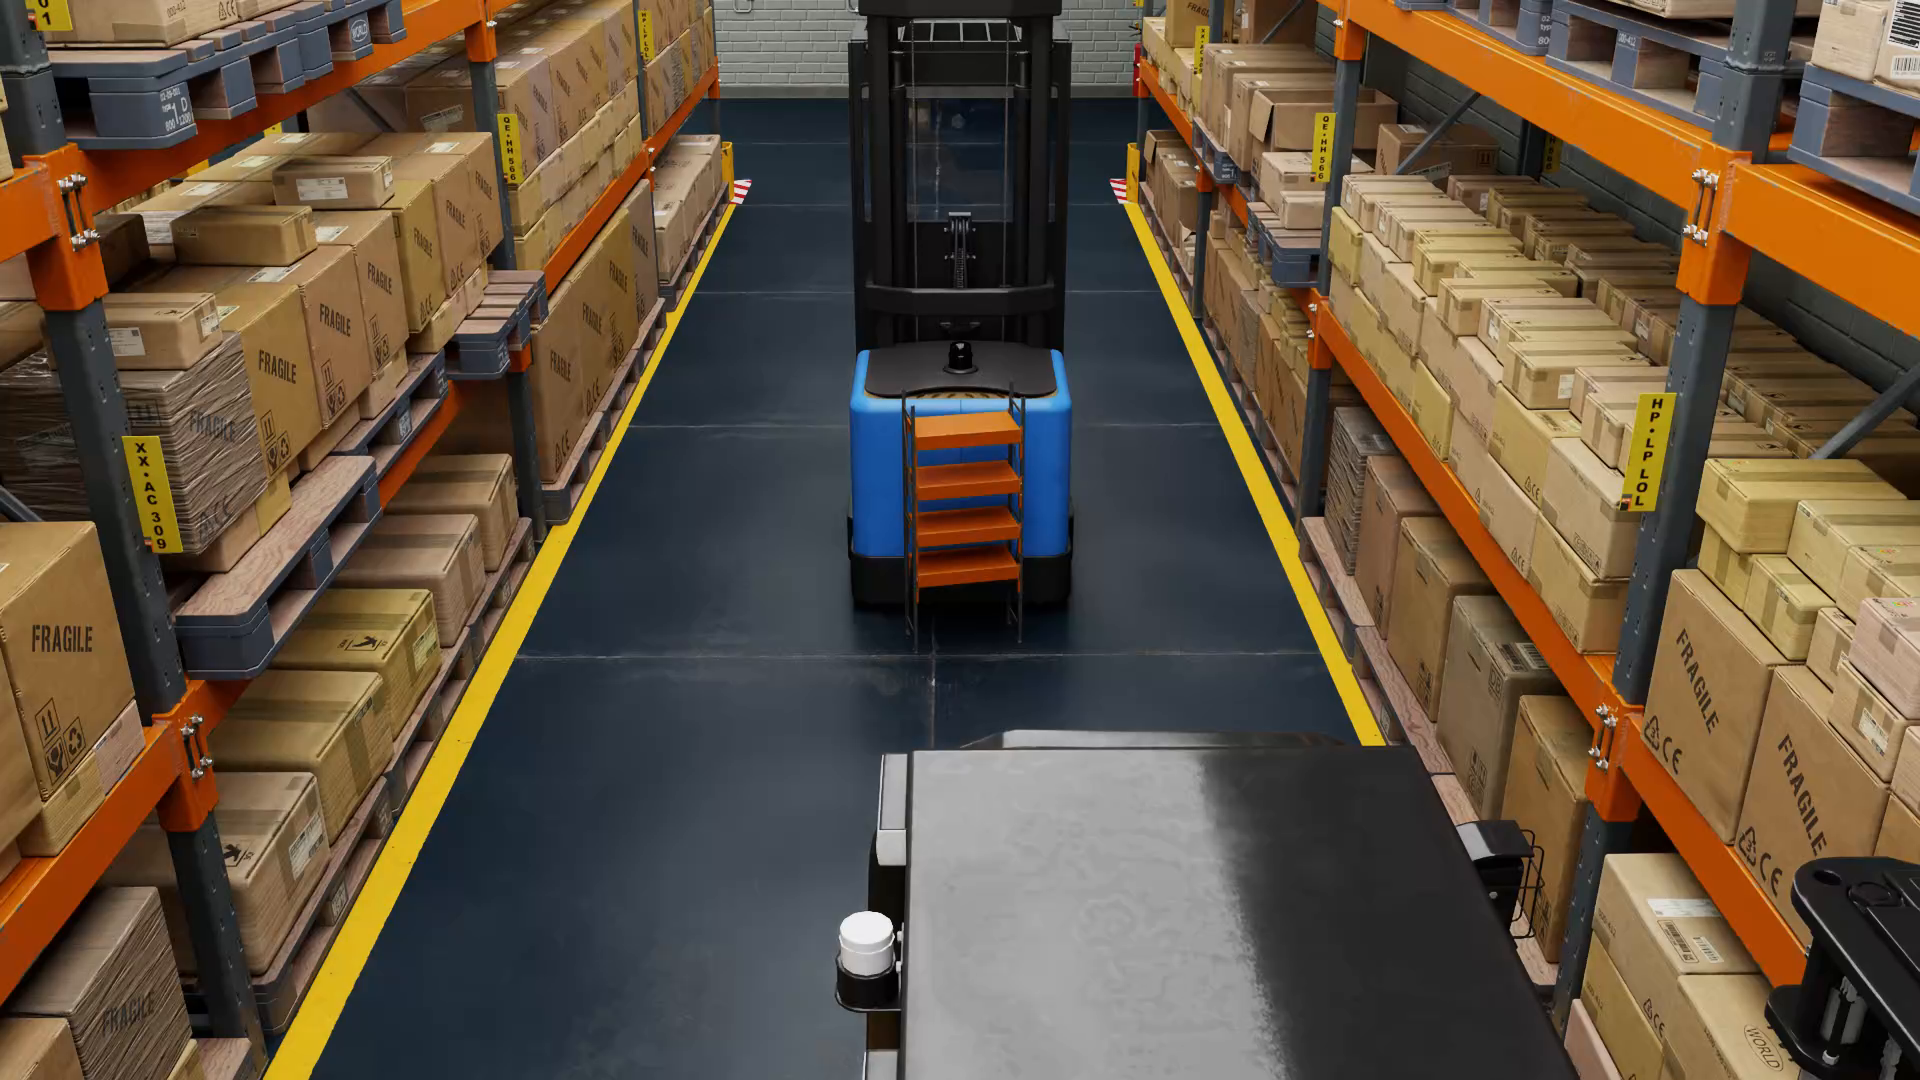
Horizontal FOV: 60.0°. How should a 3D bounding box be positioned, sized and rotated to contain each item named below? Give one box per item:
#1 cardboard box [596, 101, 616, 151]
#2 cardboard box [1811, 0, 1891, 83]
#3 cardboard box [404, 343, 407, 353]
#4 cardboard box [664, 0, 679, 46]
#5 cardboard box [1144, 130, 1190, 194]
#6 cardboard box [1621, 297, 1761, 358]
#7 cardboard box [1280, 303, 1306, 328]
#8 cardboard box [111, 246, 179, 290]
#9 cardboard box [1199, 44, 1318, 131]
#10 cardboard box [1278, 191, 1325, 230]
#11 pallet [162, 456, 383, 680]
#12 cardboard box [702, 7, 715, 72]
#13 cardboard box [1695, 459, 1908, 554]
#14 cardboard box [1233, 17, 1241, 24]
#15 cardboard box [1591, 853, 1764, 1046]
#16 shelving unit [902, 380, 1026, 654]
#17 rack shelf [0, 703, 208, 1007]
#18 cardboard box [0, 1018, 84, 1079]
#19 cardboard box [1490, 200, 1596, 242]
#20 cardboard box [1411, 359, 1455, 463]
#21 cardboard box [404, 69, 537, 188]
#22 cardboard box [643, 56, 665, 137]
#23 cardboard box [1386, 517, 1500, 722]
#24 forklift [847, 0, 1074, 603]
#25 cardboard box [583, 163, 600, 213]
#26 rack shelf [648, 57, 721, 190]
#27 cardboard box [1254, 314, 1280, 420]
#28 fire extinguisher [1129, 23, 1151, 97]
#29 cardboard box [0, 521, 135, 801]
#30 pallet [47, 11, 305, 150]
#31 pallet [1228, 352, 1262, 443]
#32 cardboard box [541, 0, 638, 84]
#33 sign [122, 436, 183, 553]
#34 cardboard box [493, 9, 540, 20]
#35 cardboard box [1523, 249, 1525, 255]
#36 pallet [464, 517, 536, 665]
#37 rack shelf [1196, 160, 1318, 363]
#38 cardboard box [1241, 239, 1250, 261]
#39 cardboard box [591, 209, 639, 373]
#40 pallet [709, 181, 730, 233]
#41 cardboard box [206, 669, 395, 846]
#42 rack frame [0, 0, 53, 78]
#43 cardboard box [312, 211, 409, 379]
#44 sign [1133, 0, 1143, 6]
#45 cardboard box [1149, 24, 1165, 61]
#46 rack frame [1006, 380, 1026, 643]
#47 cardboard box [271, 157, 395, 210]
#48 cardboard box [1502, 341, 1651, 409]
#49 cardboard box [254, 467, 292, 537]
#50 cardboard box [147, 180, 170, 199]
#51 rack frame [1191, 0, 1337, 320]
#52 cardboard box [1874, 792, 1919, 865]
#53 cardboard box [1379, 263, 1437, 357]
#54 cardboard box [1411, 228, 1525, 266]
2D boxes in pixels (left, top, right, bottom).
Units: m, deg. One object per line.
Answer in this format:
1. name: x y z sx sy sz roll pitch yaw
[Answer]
1. cardboard box: -2.456 -2.572 10.372 0.500 0.250 0.500 0 24 1
2. cardboard box: 2.024 -1.043 3.449 0.380 0.149 0.250 0 24 1
3. cardboard box: -2.434 -0.772 6.612 0.380 0.149 0.250 0 24 0
4. cardboard box: -2.485 -4.130 12.907 0.500 0.500 0.500 0 24 0
5. cardboard box: 2.103 -3.486 15.337 0.797 0.503 0.637 -1 24 -3
6. cardboard box: 2.572 -0.752 5.865 0.380 0.149 0.250 0 24 -1
7. cardboard box: 2.070 -1.268 9.651 0.380 0.149 0.250 0 24 1
8. cardboard box: -2.882 -0.695 5.654 0.500 0.500 0.500 1 24 1
9. cardboard box: 2.017 -3.073 11.273 0.700 0.500 0.500 0 24 1
10. cardboard box: 1.888 -1.734 8.739 0.380 0.149 0.250 0 24 0
11. pallet: -2.504 0.056 5.219 1.003 0.211 1.213 0 24 -1
12. cardboard box: -2.502 -4.509 14.958 0.500 0.500 0.500 0 24 0
13. cardboard box: 2.029 -0.084 4.026 0.380 0.149 0.250 0 24 1
14. cardboard box: 2.462 -4.563 15.021 0.500 0.250 0.500 0 24 1
15. cardboard box: 2.014 1.067 4.365 0.500 0.250 0.500 -1 24 -1
16. shelving unit: 0.013 -0.096 7.506 0.503 1.200 0.258 -5 25 -11
17. rack shelf: -2.619 1.436 2.808 1.077 0.370 4.000 0 24 -1
18. cardboard box: -2.359 1.456 3.808 0.500 0.500 0.500 0 24 0
19. cardboard box: 2.541 -1.382 7.257 0.380 0.149 0.250 0 24 -1
20. cardboard box: 2.056 -0.503 6.403 0.500 0.250 0.500 1 24 1
21. cardboard box: -2.445 -2.070 8.351 0.500 0.500 0.500 -1 24 -2
22. cardboard box: -2.472 -3.253 12.180 0.500 0.500 0.500 1 24 1
23. cardboard box: 2.294 0.306 6.805 0.875 0.625 0.625 -1 24 -3
24. forklift: -0.003 -1.595 8.720 1.130 2.935 3.031 0 24 0
25. cardboard box: -2.470 -2.130 10.001 0.500 0.250 0.500 0 24 -1
26. rack shelf: -2.750 -3.509 13.741 1.077 0.370 4.000 0 24 -1
27. cardboard box: 2.056 -1.036 9.924 0.500 0.500 0.500 1 24 2
28. fire extinguisher: 1.728 -4.538 15.690 0.296 0.674 0.183 0 24 -1
29. cardboard box: -2.387 0.285 3.998 0.500 0.500 0.500 -1 24 -2
30. pallet: -2.541 -1.252 4.466 1.213 0.211 1.003 0 24 -1
31. pallet: 2.298 -0.927 10.543 1.003 0.211 1.213 0 24 -1
32. cardboard box: -2.472 -3.331 11.139 0.500 0.500 0.500 1 24 1
33. sign: -2.098 -0.116 4.316 0.100 0.325 0.005 0 24 -1
34. cardboard box: -2.978 -3.121 10.677 0.500 0.500 0.500 0 24 -1
35. cardboard box: 2.569 -1.153 7.235 0.500 0.250 0.500 0 24 0
36. pallet: -2.678 0.228 7.989 1.003 0.211 1.213 0 24 -1
37. rack shelf: 2.257 -1.884 10.149 1.077 0.370 4.000 0 24 -1
38. cardboard box: 2.084 -1.903 11.054 0.380 0.149 0.250 -1 24 -1
39. cardboard box: -2.624 -1.608 10.735 0.875 0.875 0.875 0 24 1
40. pallet: -2.685 -3.061 15.262 1.003 0.211 1.213 0 24 -1
41. cardboard box: -2.660 0.778 6.070 0.950 0.372 0.625 1 24 3
42. rack frame: -2.641 -2.449 3.246 1.000 3.000 0.127 0 24 -1
43. cardboard box: -2.373 -0.905 6.118 0.500 0.500 0.500 -1 24 -3
44. sign: 1.649 -5.076 15.284 0.100 0.325 0.005 0 24 -1
45. cardboard box: 1.933 -4.356 14.562 0.500 0.250 0.500 0 24 0
46. rack frame: 0.252 -0.117 7.553 0.015 1.200 0.240 -5 25 -11
47. cardboard box: -2.385 -1.359 6.336 0.380 0.149 0.250 -1 24 -3
48. cardboard box: 1.990 -0.536 5.386 0.380 0.149 0.250 -1 24 -2
49. cardboard box: -2.325 -0.125 5.181 0.380 0.149 0.250 0 24 1
50. cardboard box: -7.402 -3.168 15.064 0.380 0.149 0.250 0 24 1
51. rack frame: 2.235 -3.036 11.823 1.000 3.000 0.127 0 24 -1
52. cardboard box: 2.095 0.822 3.171 0.500 0.500 0.500 0 24 -1
53. cardboard box: 2.031 -0.941 6.767 0.500 0.250 0.500 -1 24 -2
54. cardboard box: 2.068 -1.170 6.788 0.380 0.149 0.250 0 24 0
